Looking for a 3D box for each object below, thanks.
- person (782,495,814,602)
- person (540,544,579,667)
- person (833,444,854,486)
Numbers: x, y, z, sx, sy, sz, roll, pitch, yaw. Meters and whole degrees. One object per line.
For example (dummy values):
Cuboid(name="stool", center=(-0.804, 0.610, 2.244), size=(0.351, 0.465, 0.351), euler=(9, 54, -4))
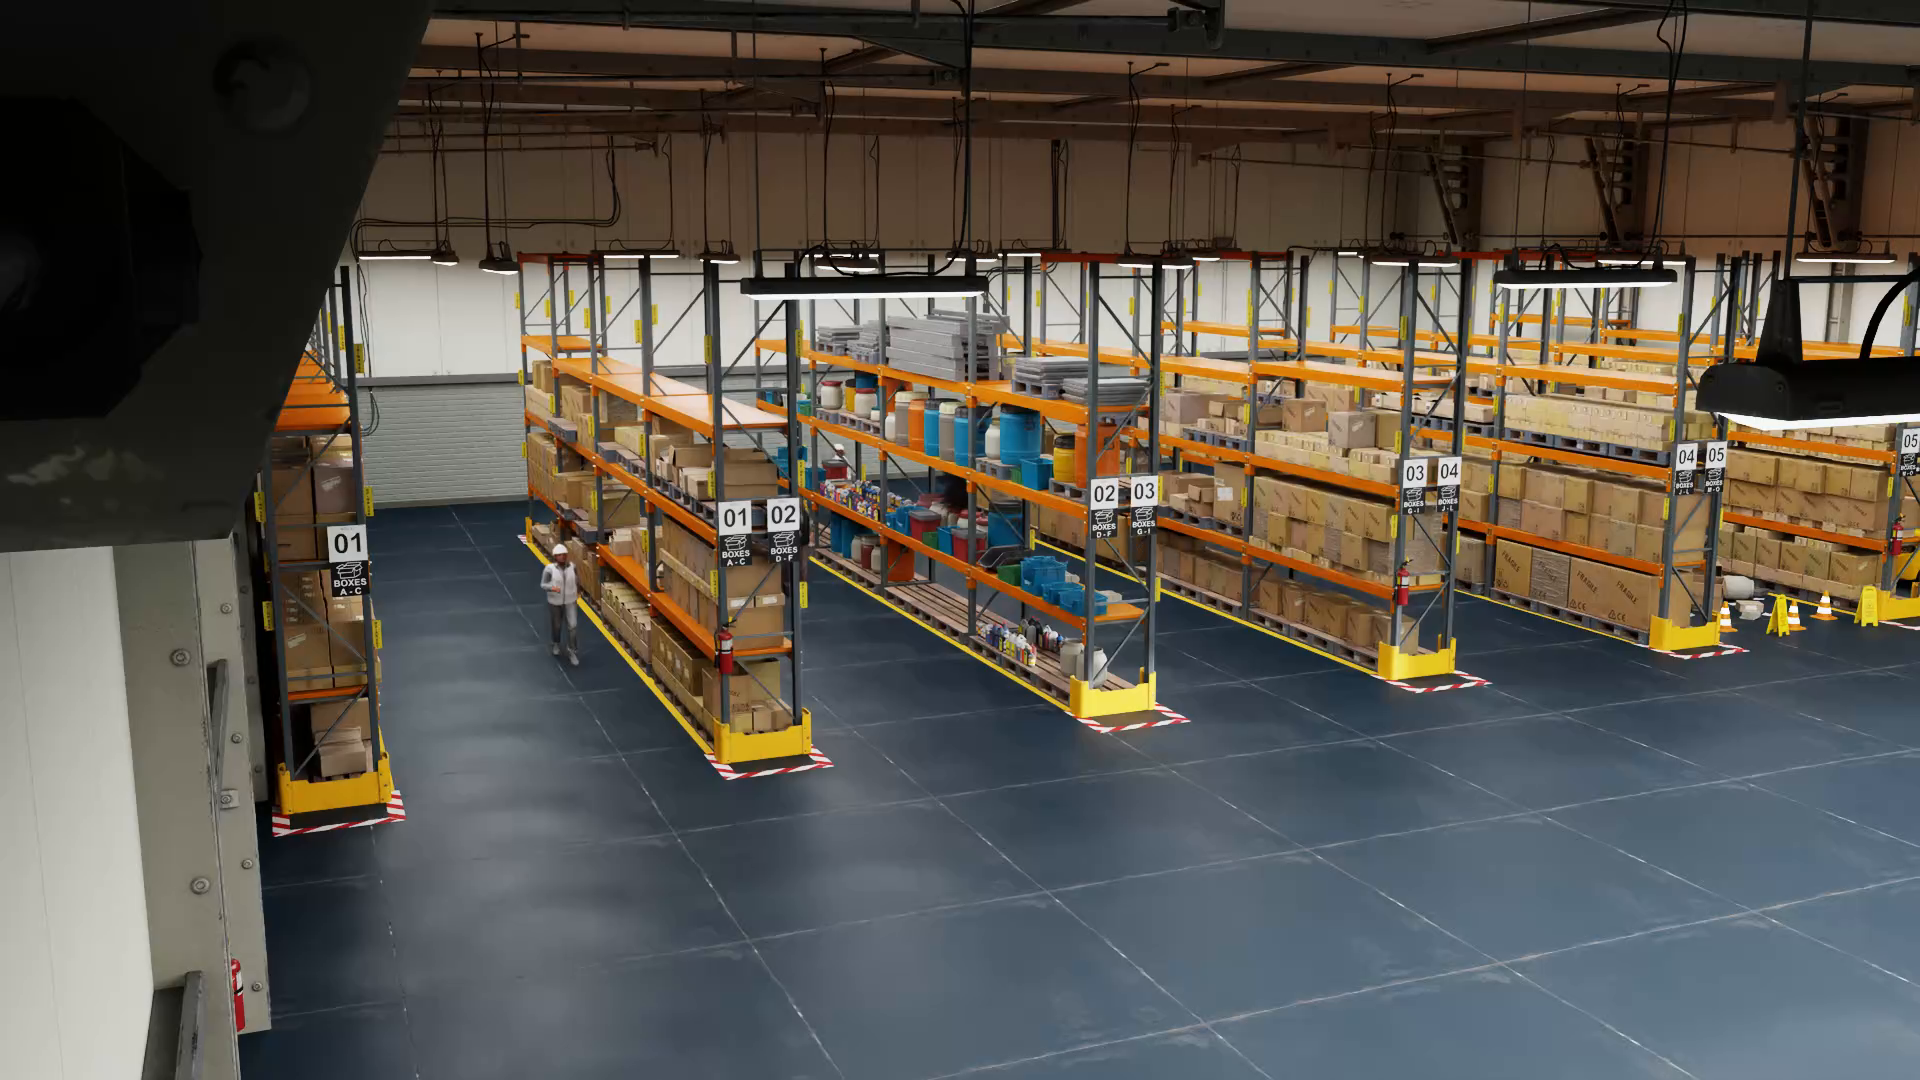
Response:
Cuboid(name="person", center=(-2.744, 0.115, 28.006), size=(0.676, 1.771, 0.808), euler=(-6, 12, -28))
Cuboid(name="person", center=(-5.984, 0.936, 24.959), size=(0.610, 1.805, 0.889), euler=(-4, 11, -21))
Cuboid(name="person", center=(-2.670, -1.339, 37.660), size=(0.634, 1.706, 0.733), euler=(5, 11, 25))
